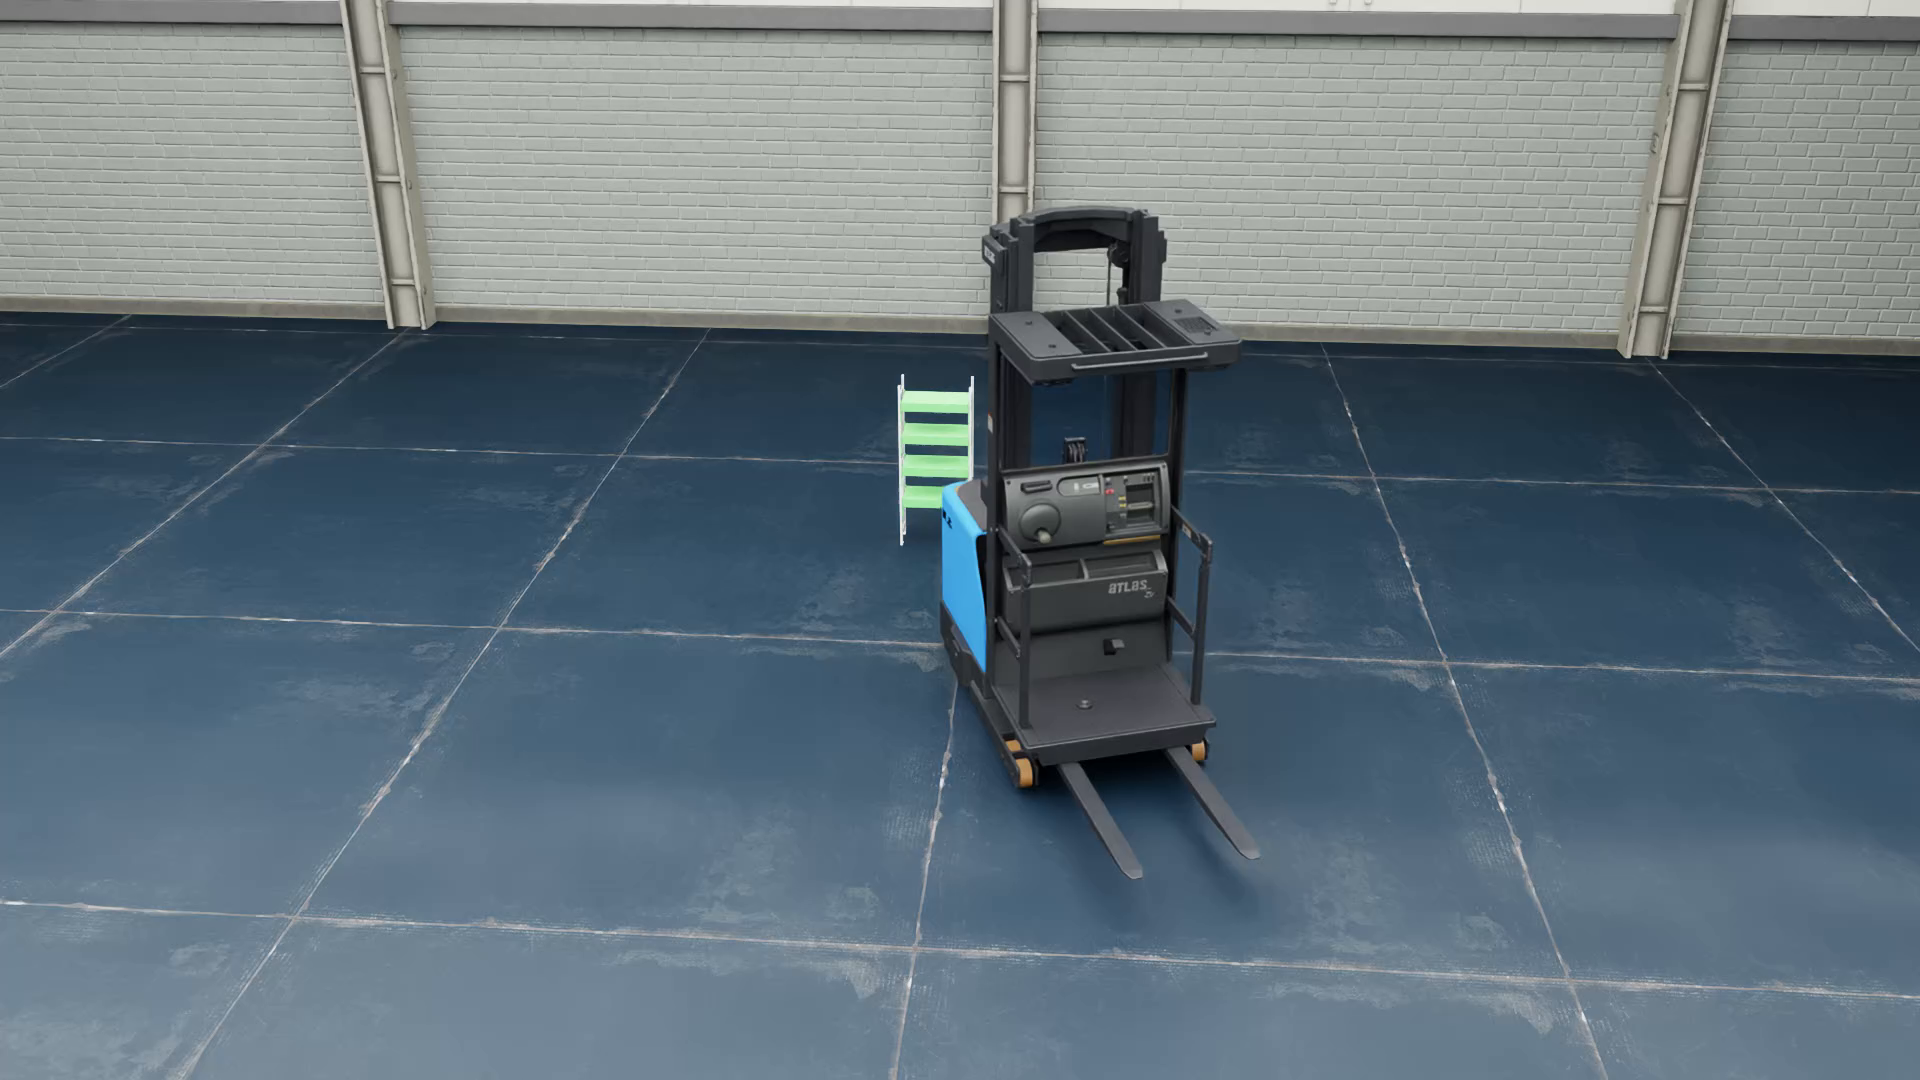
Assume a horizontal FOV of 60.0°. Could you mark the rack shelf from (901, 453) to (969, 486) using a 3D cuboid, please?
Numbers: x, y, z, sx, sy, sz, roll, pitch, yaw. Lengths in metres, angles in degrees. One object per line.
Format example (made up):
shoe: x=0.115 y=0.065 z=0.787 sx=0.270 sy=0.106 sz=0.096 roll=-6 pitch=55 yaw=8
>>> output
rack shelf: x=-0.165 y=-0.492 z=11.749 sx=0.480 sy=0.148 sz=0.258 roll=2 pitch=25 yaw=4

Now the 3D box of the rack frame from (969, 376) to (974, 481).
rack frame: x=0.078 y=-0.543 z=11.705 sx=0.015 sy=1.200 sz=0.240 roll=2 pitch=25 yaw=4

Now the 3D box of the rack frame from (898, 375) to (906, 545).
rack frame: x=-0.408 y=-0.558 z=11.739 sx=0.015 sy=1.200 sz=0.240 roll=2 pitch=25 yaw=4

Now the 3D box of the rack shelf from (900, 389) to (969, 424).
rack shelf: x=-0.165 y=-0.928 z=11.548 sx=0.480 sy=0.148 sz=0.258 roll=2 pitch=25 yaw=4

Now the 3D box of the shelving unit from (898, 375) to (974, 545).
shelving unit: x=-0.165 y=-0.550 z=11.722 sx=0.503 sy=1.200 sz=0.258 roll=2 pitch=25 yaw=4

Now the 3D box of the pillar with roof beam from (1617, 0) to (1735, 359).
pillar with roof beam: x=6.156 y=-4.070 z=10.041 sx=0.400 sy=9.000 sz=9.100 roll=2 pitch=25 yaw=4

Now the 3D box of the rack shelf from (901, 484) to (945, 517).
rack shelf: x=-0.165 y=-0.274 z=11.849 sx=0.480 sy=0.148 sz=0.258 roll=2 pitch=25 yaw=4

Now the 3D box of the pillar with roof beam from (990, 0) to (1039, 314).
pillar with roof beam: x=0.173 y=-4.262 z=10.459 sx=0.400 sy=9.000 sz=9.100 roll=2 pitch=25 yaw=4

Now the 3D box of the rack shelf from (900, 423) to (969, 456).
rack shelf: x=-0.165 y=-0.710 z=11.648 sx=0.480 sy=0.148 sz=0.258 roll=2 pitch=25 yaw=4

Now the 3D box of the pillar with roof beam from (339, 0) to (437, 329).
pillar with roof beam: x=-5.809 y=-4.454 z=10.876 sx=0.400 sy=9.000 sz=9.100 roll=2 pitch=25 yaw=4

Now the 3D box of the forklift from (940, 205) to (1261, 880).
forklift: x=0.748 y=-0.162 z=8.806 sx=1.130 sy=2.935 sz=3.031 roll=-6 pitch=25 yaw=-14
